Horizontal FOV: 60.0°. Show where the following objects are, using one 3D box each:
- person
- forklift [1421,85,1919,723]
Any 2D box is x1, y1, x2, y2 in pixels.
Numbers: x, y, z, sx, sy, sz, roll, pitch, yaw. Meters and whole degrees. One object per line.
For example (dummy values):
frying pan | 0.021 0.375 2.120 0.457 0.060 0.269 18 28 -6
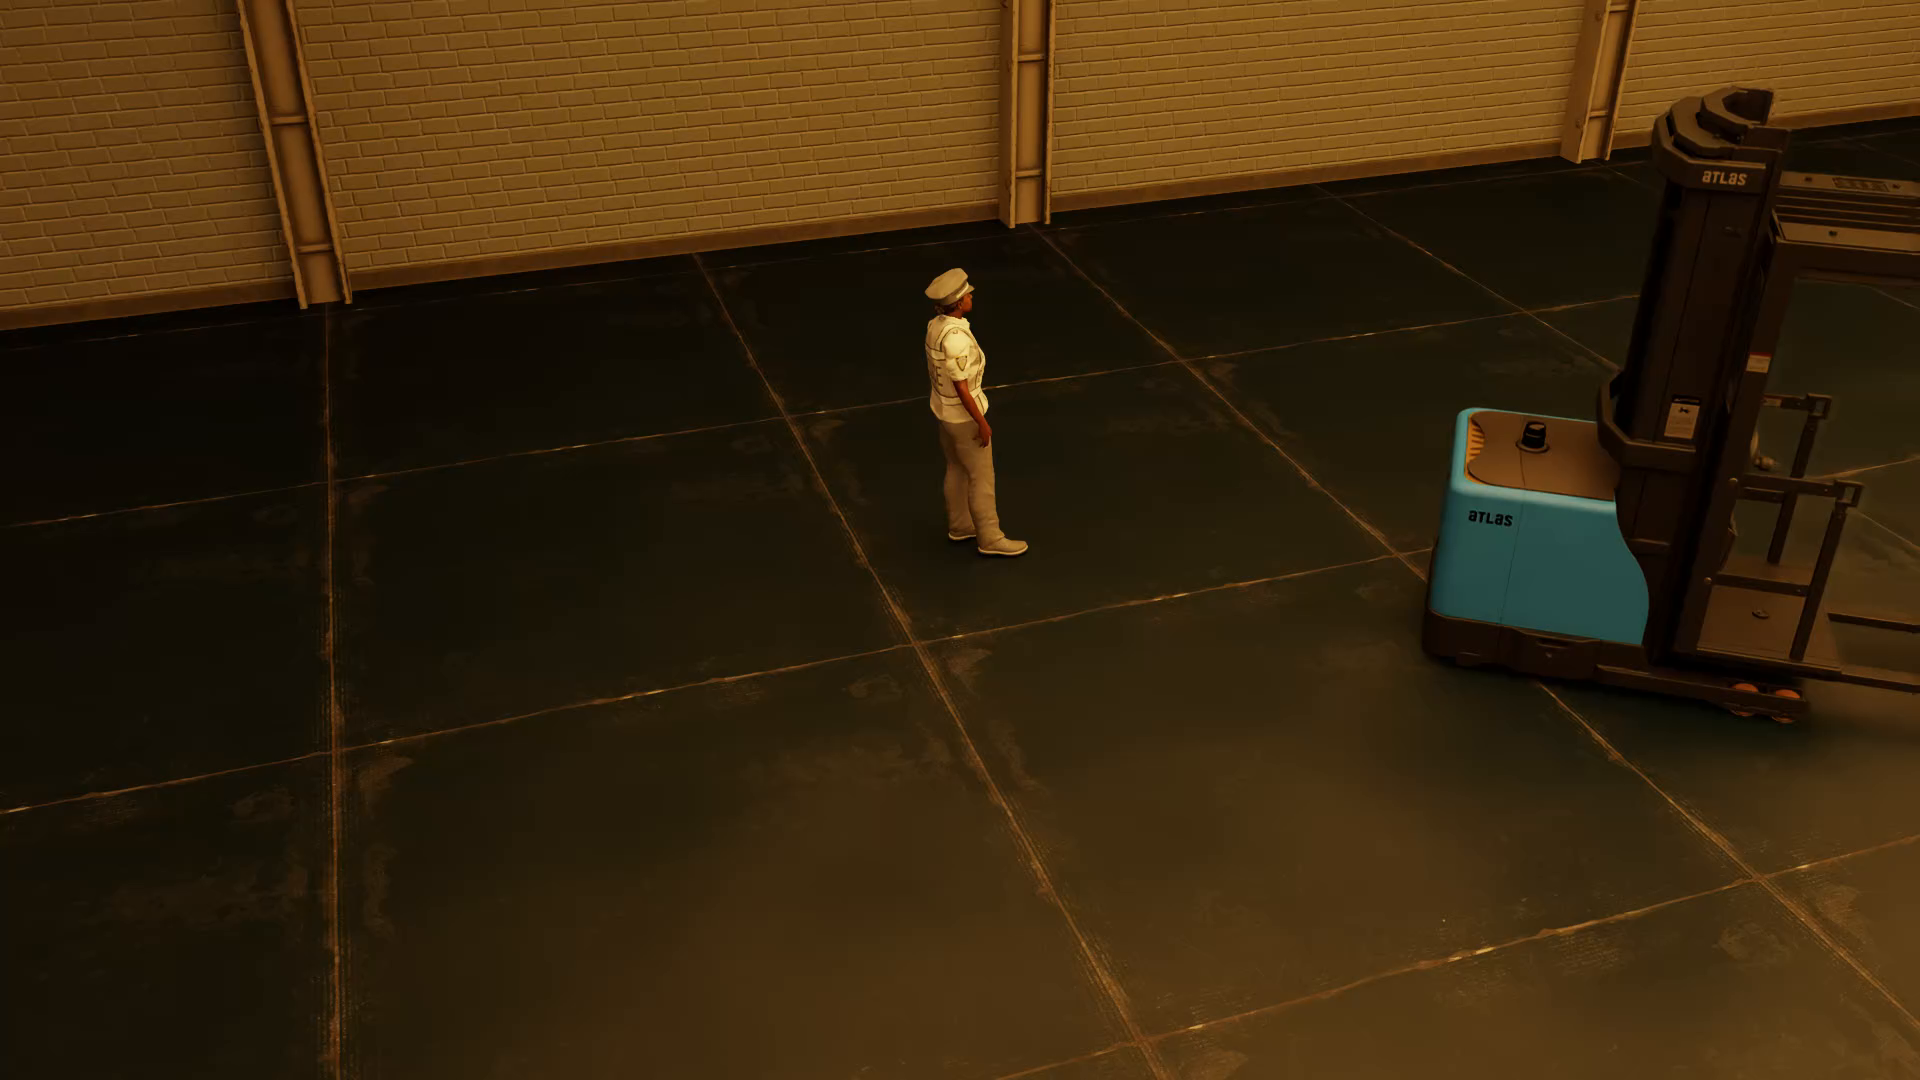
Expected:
person | 0.078 -0.743 9.604 0.528 1.695 0.569 -10 31 -16
forklift | 4.049 -0.641 8.201 3.031 2.935 1.130 9 31 15
